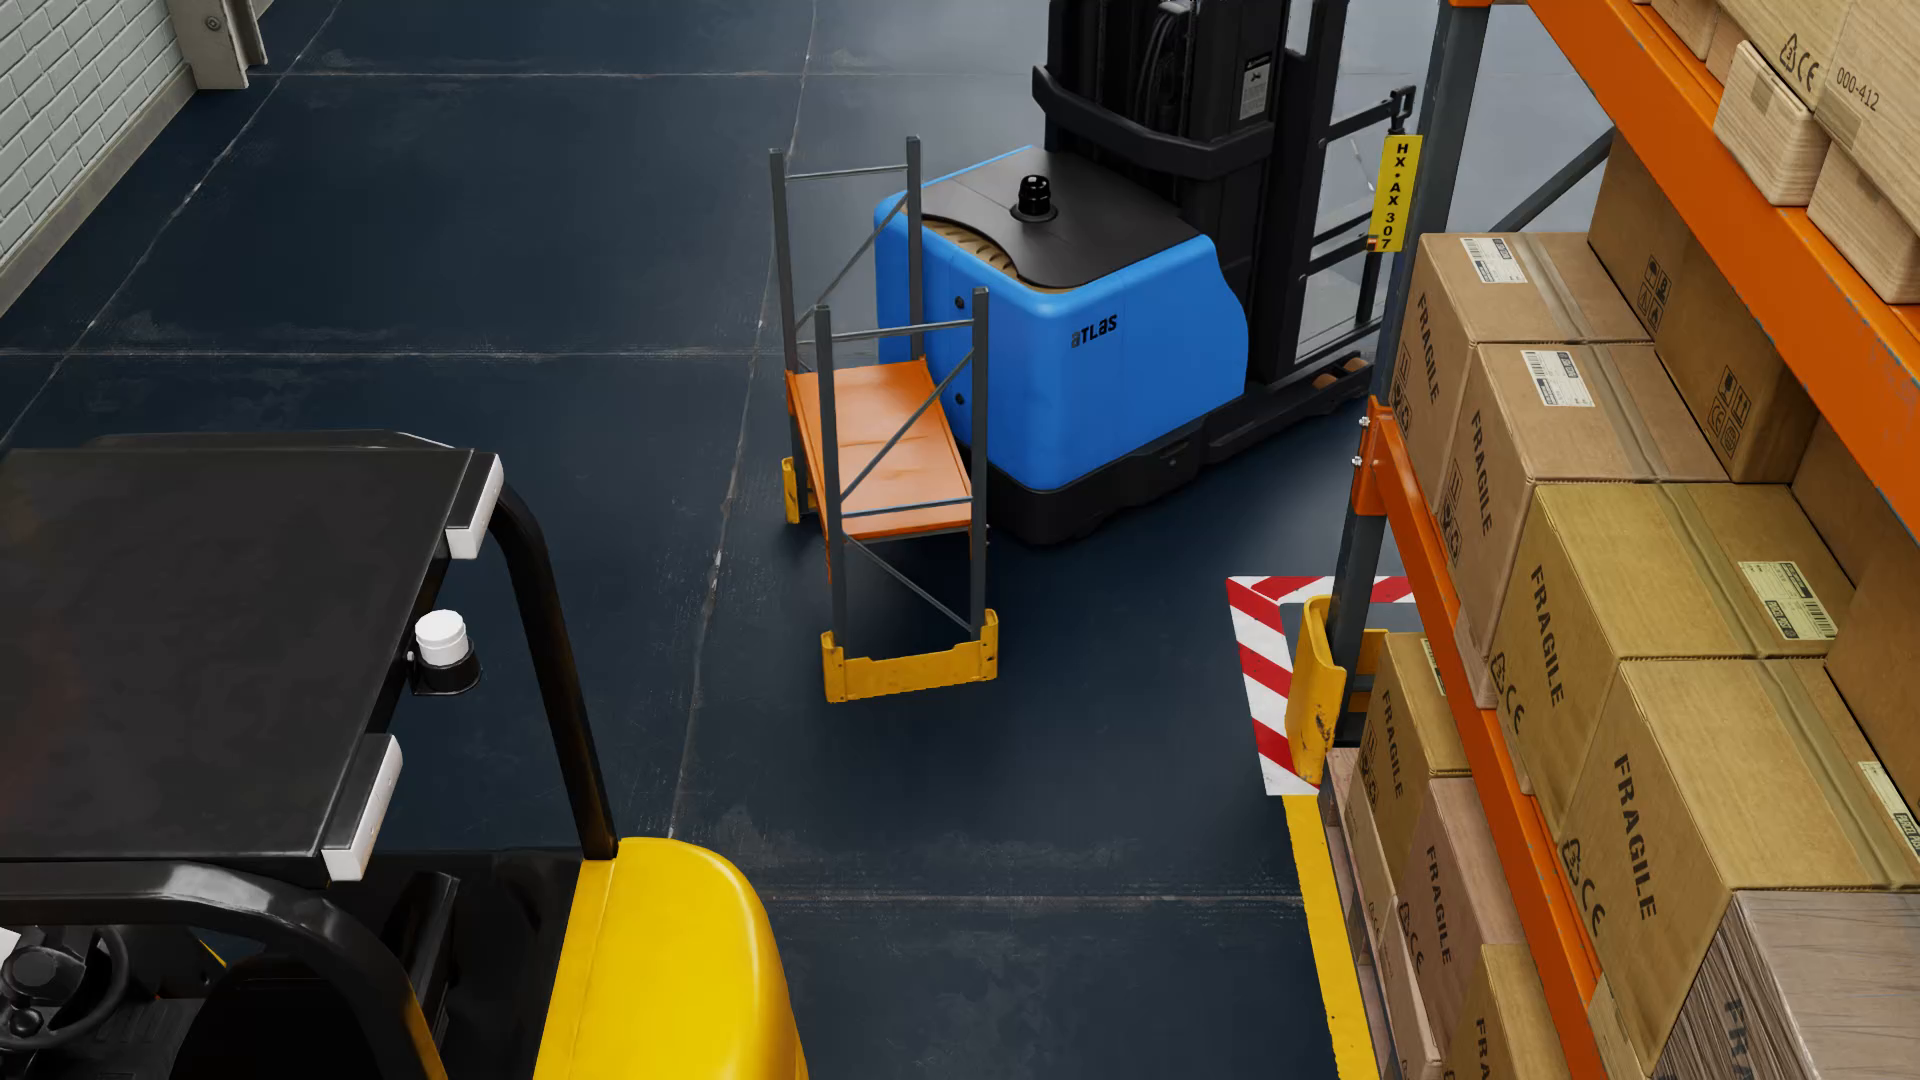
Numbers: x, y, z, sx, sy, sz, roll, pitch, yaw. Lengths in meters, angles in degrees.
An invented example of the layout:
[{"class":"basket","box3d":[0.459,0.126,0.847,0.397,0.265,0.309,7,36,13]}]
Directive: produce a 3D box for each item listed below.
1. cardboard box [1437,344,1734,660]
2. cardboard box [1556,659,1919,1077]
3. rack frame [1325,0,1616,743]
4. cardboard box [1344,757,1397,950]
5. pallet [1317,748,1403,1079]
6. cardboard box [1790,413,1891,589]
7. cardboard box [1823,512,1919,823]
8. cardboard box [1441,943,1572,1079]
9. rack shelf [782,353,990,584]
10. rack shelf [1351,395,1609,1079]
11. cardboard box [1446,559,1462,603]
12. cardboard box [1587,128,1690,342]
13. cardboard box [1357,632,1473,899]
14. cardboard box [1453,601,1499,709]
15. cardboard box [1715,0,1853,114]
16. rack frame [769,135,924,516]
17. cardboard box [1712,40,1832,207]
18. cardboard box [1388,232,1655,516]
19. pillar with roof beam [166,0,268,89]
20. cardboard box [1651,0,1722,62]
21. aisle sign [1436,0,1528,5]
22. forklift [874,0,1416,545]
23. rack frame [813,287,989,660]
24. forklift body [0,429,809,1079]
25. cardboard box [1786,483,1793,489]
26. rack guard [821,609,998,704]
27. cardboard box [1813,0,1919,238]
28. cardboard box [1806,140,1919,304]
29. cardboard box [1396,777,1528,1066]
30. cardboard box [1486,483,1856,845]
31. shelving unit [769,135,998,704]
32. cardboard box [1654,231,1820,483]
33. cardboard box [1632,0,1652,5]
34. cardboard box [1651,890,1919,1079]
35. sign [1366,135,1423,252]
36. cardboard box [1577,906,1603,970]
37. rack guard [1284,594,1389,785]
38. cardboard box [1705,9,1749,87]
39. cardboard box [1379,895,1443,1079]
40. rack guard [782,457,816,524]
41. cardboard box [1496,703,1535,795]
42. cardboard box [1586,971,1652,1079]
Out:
[{"class":"cardboard box","box3d":[1.385,-0.083,3.637,0.500,0.500,0.500,1,39,1]},{"class":"cardboard box","box3d":[1.395,0.554,2.842,0.500,0.500,0.500,-1,39,-1]},{"class":"rack frame","box3d":[1.658,-0.548,4.535,1.000,3.000,0.127,0,39,0]},{"class":"cardboard box","box3d":[1.382,0.866,4.634,0.500,0.250,0.500,0,39,0]},{"class":"pallet","box3d":[1.624,1.096,4.714,1.003,0.211,1.213,0,39,0]},{"class":"cardboard box","box3d":[1.973,-0.139,2.907,0.700,0.500,0.500,0,39,-1]},{"class":"cardboard box","box3d":[1.835,0.173,2.518,0.700,0.500,0.500,0,39,0]},{"class":"cardboard box","box3d":[1.380,1.229,3.581,0.500,0.500,0.500,1,39,1]},{"class":"rack shelf","box3d":[-0.272,-0.268,5.673,0.538,0.185,1.000,-8,39,-9]},{"class":"rack shelf","box3d":[1.660,0.983,3.199,1.077,0.370,4.000,0,39,0]},{"class":"cardboard box","box3d":[1.385,0.086,3.944,0.380,0.149,0.250,-1,39,-1]},{"class":"cardboard box","box3d":[1.877,-0.774,3.700,0.700,0.500,0.500,-1,39,-1]},{"class":"cardboard box","box3d":[1.383,0.588,4.381,0.500,0.500,0.500,-1,39,-2]},{"class":"cardboard box","box3d":[1.339,0.245,3.746,0.380,0.149,0.250,1,39,1]},{"class":"cardboard box","box3d":[1.408,-0.823,2.362,0.500,0.250,0.500,1,39,1]},{"class":"rack frame","box3d":[-0.379,-0.719,5.948,0.500,1.500,0.032,-8,39,-9]},{"class":"cardboard box","box3d":[1.339,-0.605,2.408,0.380,0.149,0.250,0,39,0]},{"class":"cardboard box","box3d":[1.381,-0.407,4.041,0.500,0.500,0.500,-1,39,-1]},{"class":"pillar with roof beam","box3d":[0.092,-6.202,6.794,9.100,9.000,0.400,0,39,0]},{"class":"cardboard box","box3d":[1.414,-0.928,2.812,0.380,0.149,0.250,0,39,0]},{"class":"aisle sign","box3d":[1.348,-1.601,3.770,0.394,0.787,0.004,0,39,0]},{"class":"forklift","box3d":[1.129,-1.895,6.271,3.031,2.935,1.130,-27,46,-30]},{"class":"rack frame","box3d":[-0.165,-0.098,5.173,0.500,1.500,0.032,-8,39,-9]},{"class":"forklift body","box3d":[-1.479,0.974,3.315,2.313,2.155,1.214,0,39,0]},{"class":"cardboard box","box3d":[1.930,-0.051,3.597,0.500,0.500,0.500,0,39,0]},{"class":"rack guard","box3d":[-0.165,0.389,5.565,0.587,0.250,0.087,-8,39,-9]},{"class":"cardboard box","box3d":[1.389,-0.503,1.963,0.500,0.250,0.500,1,39,1]},{"class":"cardboard box","box3d":[1.380,-0.440,2.203,0.380,0.149,0.250,-1,39,-1]},{"class":"cardboard box","box3d":[1.388,0.915,3.973,0.500,0.500,0.500,-1,39,-2]},{"class":"cardboard box","box3d":[1.387,0.236,3.239,0.500,0.500,0.500,-1,39,-1]},{"class":"shelving unit","box3d":[-0.270,-0.403,5.554,0.587,1.500,1.083,-8,39,-9]},{"class":"cardboard box","box3d":[1.870,-0.457,3.305,0.700,0.500,0.500,0,39,0]},{"class":"cardboard box","box3d":[1.390,-1.083,3.005,0.380,0.149,0.250,1,39,1]},{"class":"cardboard box","box3d":[1.401,0.874,2.443,0.500,0.500,0.500,1,39,1]},{"class":"sign","box3d":[1.115,-0.885,4.264,0.100,0.325,0.005,0,39,0]},{"class":"cardboard box","box3d":[1.404,0.737,3.132,0.380,0.149,0.250,-1,39,-1]},{"class":"rack guard","box3d":[1.658,0.475,5.258,1.175,0.500,0.348,0,39,0]},{"class":"cardboard box","box3d":[1.419,-0.762,2.605,0.380,0.149,0.250,-1,39,-1]},{"class":"cardboard box","box3d":[1.375,1.185,4.236,0.500,0.250,0.500,1,39,2]},{"class":"rack guard","box3d":[-0.375,-0.220,6.324,0.587,0.250,0.087,-8,39,-9]},{"class":"cardboard box","box3d":[1.373,0.407,3.544,0.380,0.149,0.250,1,39,1]},{"class":"cardboard box","box3d":[1.346,0.894,2.936,0.380,0.149,0.250,0,39,0]}]
